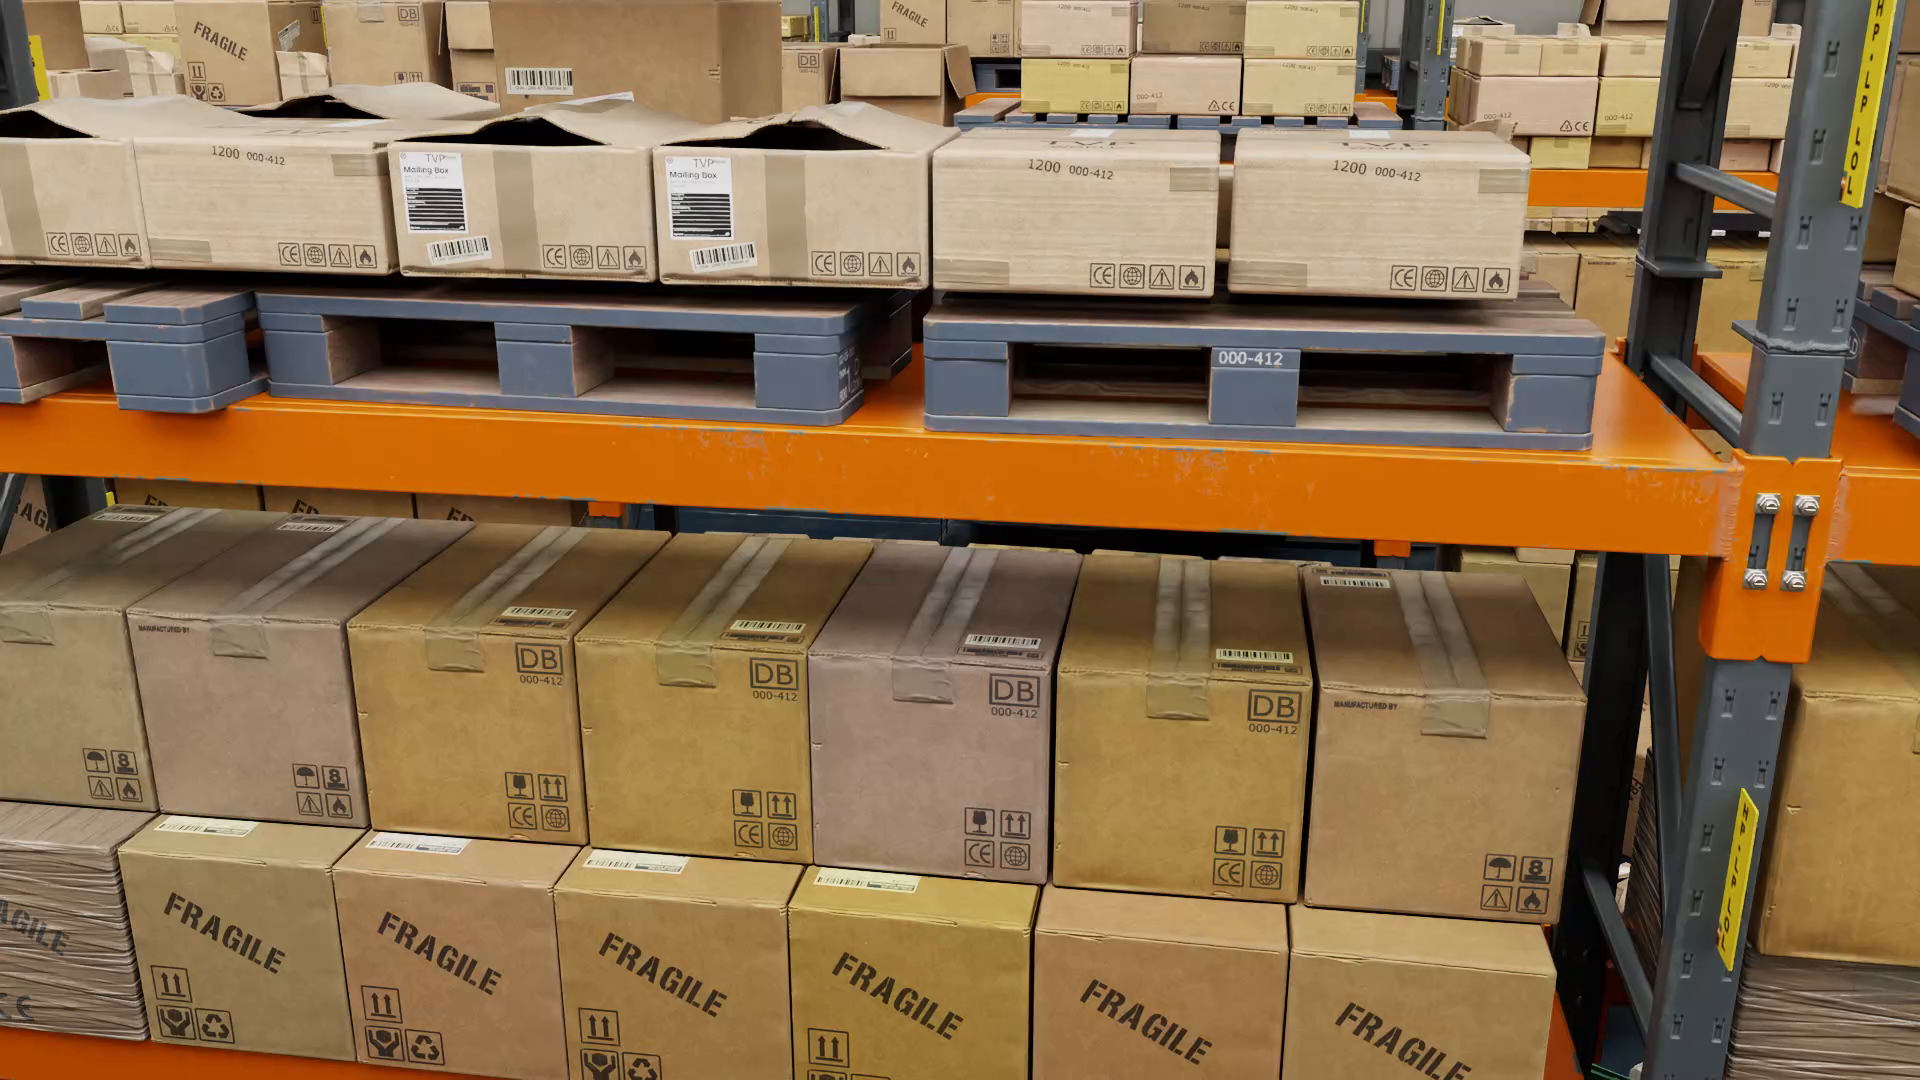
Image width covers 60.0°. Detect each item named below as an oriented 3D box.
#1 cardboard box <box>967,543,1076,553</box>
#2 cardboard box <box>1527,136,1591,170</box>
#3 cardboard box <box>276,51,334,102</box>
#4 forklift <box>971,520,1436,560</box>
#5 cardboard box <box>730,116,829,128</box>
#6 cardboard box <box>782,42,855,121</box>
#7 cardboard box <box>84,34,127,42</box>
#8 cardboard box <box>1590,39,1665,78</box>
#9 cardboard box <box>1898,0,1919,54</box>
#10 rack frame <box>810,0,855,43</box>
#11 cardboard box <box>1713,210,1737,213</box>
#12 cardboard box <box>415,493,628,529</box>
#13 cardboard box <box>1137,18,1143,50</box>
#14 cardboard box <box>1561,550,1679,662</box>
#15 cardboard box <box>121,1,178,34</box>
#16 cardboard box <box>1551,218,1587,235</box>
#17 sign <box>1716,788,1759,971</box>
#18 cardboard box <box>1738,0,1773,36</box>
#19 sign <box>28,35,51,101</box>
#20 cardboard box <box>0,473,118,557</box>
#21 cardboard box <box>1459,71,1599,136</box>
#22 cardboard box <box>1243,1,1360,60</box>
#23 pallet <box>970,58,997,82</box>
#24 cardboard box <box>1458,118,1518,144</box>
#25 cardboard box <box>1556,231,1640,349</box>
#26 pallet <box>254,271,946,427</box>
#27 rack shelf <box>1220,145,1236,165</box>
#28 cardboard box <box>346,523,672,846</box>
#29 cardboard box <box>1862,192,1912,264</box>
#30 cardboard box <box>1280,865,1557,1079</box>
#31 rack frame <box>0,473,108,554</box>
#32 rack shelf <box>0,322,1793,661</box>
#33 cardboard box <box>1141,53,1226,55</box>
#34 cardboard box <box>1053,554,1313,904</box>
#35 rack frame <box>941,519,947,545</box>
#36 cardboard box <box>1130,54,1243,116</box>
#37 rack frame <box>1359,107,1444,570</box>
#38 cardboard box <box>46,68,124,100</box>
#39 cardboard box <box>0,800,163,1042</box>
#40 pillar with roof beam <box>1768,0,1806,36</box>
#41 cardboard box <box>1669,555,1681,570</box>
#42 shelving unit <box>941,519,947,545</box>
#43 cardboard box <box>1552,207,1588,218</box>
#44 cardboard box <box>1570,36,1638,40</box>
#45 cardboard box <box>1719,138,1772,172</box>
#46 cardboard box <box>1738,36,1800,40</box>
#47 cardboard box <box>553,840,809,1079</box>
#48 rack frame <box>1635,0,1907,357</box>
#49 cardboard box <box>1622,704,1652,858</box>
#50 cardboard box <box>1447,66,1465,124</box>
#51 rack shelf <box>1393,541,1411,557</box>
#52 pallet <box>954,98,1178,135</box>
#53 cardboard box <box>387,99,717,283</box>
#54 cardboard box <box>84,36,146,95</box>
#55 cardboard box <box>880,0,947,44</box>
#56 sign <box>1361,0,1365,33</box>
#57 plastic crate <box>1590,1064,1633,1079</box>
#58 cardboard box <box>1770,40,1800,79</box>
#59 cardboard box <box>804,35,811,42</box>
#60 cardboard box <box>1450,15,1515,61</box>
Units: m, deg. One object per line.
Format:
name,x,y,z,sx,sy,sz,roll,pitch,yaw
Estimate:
cardboard box,0.260,0.355,8.994,0.625,0.372,0.950,4,19,10
cardboard box,2.693,-1.776,7.552,0.250,0.149,0.380,3,19,9
cardboard box,-3.190,-2.316,8.319,0.258,0.266,0.396,2,19,7
forklift,1.633,-1.303,10.578,3.031,2.935,1.130,3,19,7
cardboard box,-0.324,-0.807,3.652,0.258,0.266,0.396,3,19,9
cardboard box,-0.840,-2.217,8.317,0.500,0.500,0.700,3,19,9
cardboard box,-6.972,-4.073,13.788,0.500,0.250,0.500,3,19,8
cardboard box,2.955,-2.140,7.383,0.250,0.149,0.380,2,19,7
cardboard box,1.901,-1.050,3.307,0.250,0.149,0.380,3,19,8
rack frame,-0.991,-5.198,12.657,0.127,3.000,1.000,3,19,9
cardboard box,5.501,-2.420,12.160,0.250,0.149,0.380,3,19,10
cardboard box,-2.443,-0.050,9.413,0.875,0.875,0.875,3,19,8
cardboard box,1.448,-3.777,12.459,0.500,0.311,0.500,2,19,7
cardboard box,3.245,0.290,8.198,0.500,0.500,0.500,4,19,11
cardboard box,-6.478,-4.285,13.634,0.500,0.250,0.500,3,19,10
cardboard box,4.491,-2.335,12.375,0.250,0.149,0.380,2,19,7
sign,1.413,0.618,3.028,0.005,0.325,0.100,3,19,9
cardboard box,5.437,-3.696,11.917,0.500,0.500,0.700,3,19,9
sign,-2.364,-1.121,4.258,0.005,0.325,0.100,3,19,9
cardboard box,-5.099,-0.185,9.814,0.875,0.875,0.875,4,19,10
cardboard box,2.566,-1.981,7.537,0.500,0.250,0.500,3,19,7
cardboard box,1.583,-2.373,7.729,0.500,0.250,0.500,3,19,10
pallet,-0.306,-3.680,13.144,1.003,0.211,1.213,4,19,11
cardboard box,0.933,-0.755,3.496,0.396,0.266,0.258,3,19,8
cardboard box,3.076,-1.137,7.771,0.500,0.500,0.700,3,19,9
pallet,-0.711,-0.504,3.652,1.213,0.211,1.003,4,19,11
rack shelf,0.200,-1.779,8.298,4.000,0.370,1.077,3,19,9
cardboard box,-1.012,0.312,3.909,0.500,0.500,0.700,3,19,8
cardboard box,1.900,-0.672,3.435,0.250,0.149,0.380,3,19,8
cardboard box,0.932,0.969,3.521,0.500,0.500,0.500,3,19,8
rack frame,-2.460,0.758,4.311,0.127,3.000,1.000,3,19,9
rack shelf,-0.485,-0.223,3.648,4.000,0.370,1.077,3,19,9
cardboard box,1.161,-2.327,8.379,0.500,0.250,0.500,3,19,8
cardboard box,0.490,0.389,3.679,0.500,0.500,0.700,3,19,8
rack frame,-0.108,-0.432,11.177,0.006,0.900,0.240,3,19,9
cardboard box,1.077,-2.158,7.873,0.500,0.250,0.500,3,19,9
rack frame,2.175,-0.597,8.359,0.127,3.000,1.000,3,19,9
cardboard box,-4.530,-2.337,8.539,0.250,0.166,0.380,2,19,5
cardboard box,-2.059,0.818,3.974,0.500,0.500,0.500,3,19,9
pillar with roof beam,5.681,-3.764,8.371,0.400,9.000,9.100,3,19,9
cardboard box,3.336,0.010,8.014,0.250,0.149,0.380,4,19,11
shelving unit,-0.008,-0.427,11.162,0.210,0.900,0.258,3,19,9
cardboard box,4.511,-2.499,12.396,0.250,0.149,0.380,3,19,8
cardboard box,3.034,-2.300,7.863,0.250,0.149,0.380,3,19,10
cardboard box,3.459,-1.757,7.495,0.250,0.149,0.380,2,19,7
cardboard box,3.814,-2.286,7.821,0.250,0.149,0.380,3,19,9
cardboard box,-0.567,0.894,3.747,0.500,0.500,0.500,3,19,8
rack frame,1.490,-1.886,2.757,0.127,3.000,1.000,3,19,9
cardboard box,3.017,1.068,7.320,0.500,0.500,0.500,-15,24,-38
cardboard box,2.655,-2.151,8.045,0.500,0.250,0.500,3,19,8
rack shelf,4.150,-0.155,8.172,4.000,0.370,1.077,3,19,9
pallet,0.558,-2.046,8.258,1.003,0.211,1.213,3,19,9
cardboard box,-0.778,-0.712,3.299,0.500,0.311,0.500,3,19,8
cardboard box,-4.820,-2.600,9.098,0.500,0.311,0.500,3,19,9
cardboard box,-0.314,-3.957,12.697,0.500,0.500,0.500,3,19,9
sign,2.882,-3.798,11.890,0.005,0.325,0.100,3,19,9
plastic crate,1.869,1.864,5.346,0.662,0.188,0.450,14,33,37
cardboard box,3.729,-2.112,7.299,0.250,0.149,0.380,3,19,8
cardboard box,-1.313,-3.987,13.372,0.250,0.149,0.380,3,19,9
cardboard box,3.741,-3.660,12.109,0.500,0.311,0.500,3,19,10
